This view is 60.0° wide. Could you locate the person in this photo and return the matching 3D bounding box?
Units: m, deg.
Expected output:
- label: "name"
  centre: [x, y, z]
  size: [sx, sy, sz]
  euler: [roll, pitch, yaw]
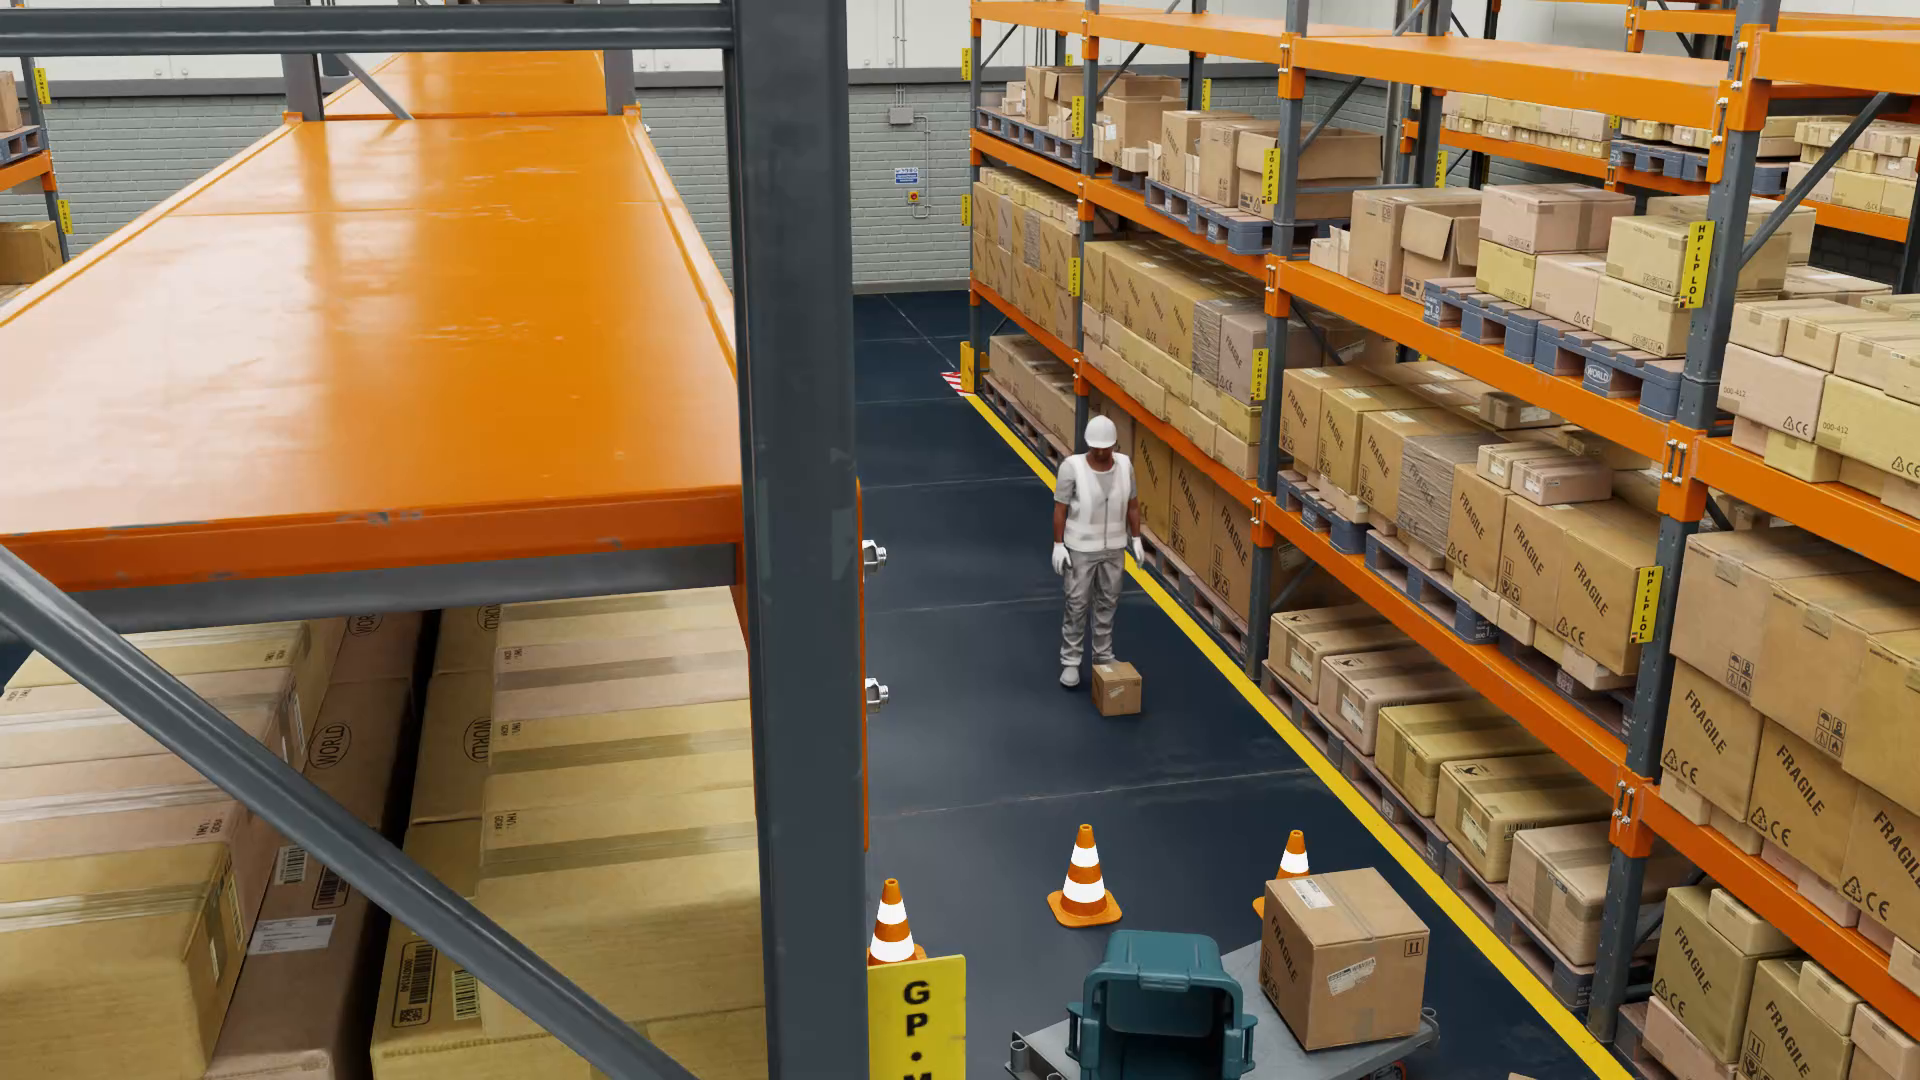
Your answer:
- label: "person"
  centre: [0.900, 0.067, 10.845]
  size: [0.544, 1.784, 0.351]
  euler: [-4, 20, -11]
